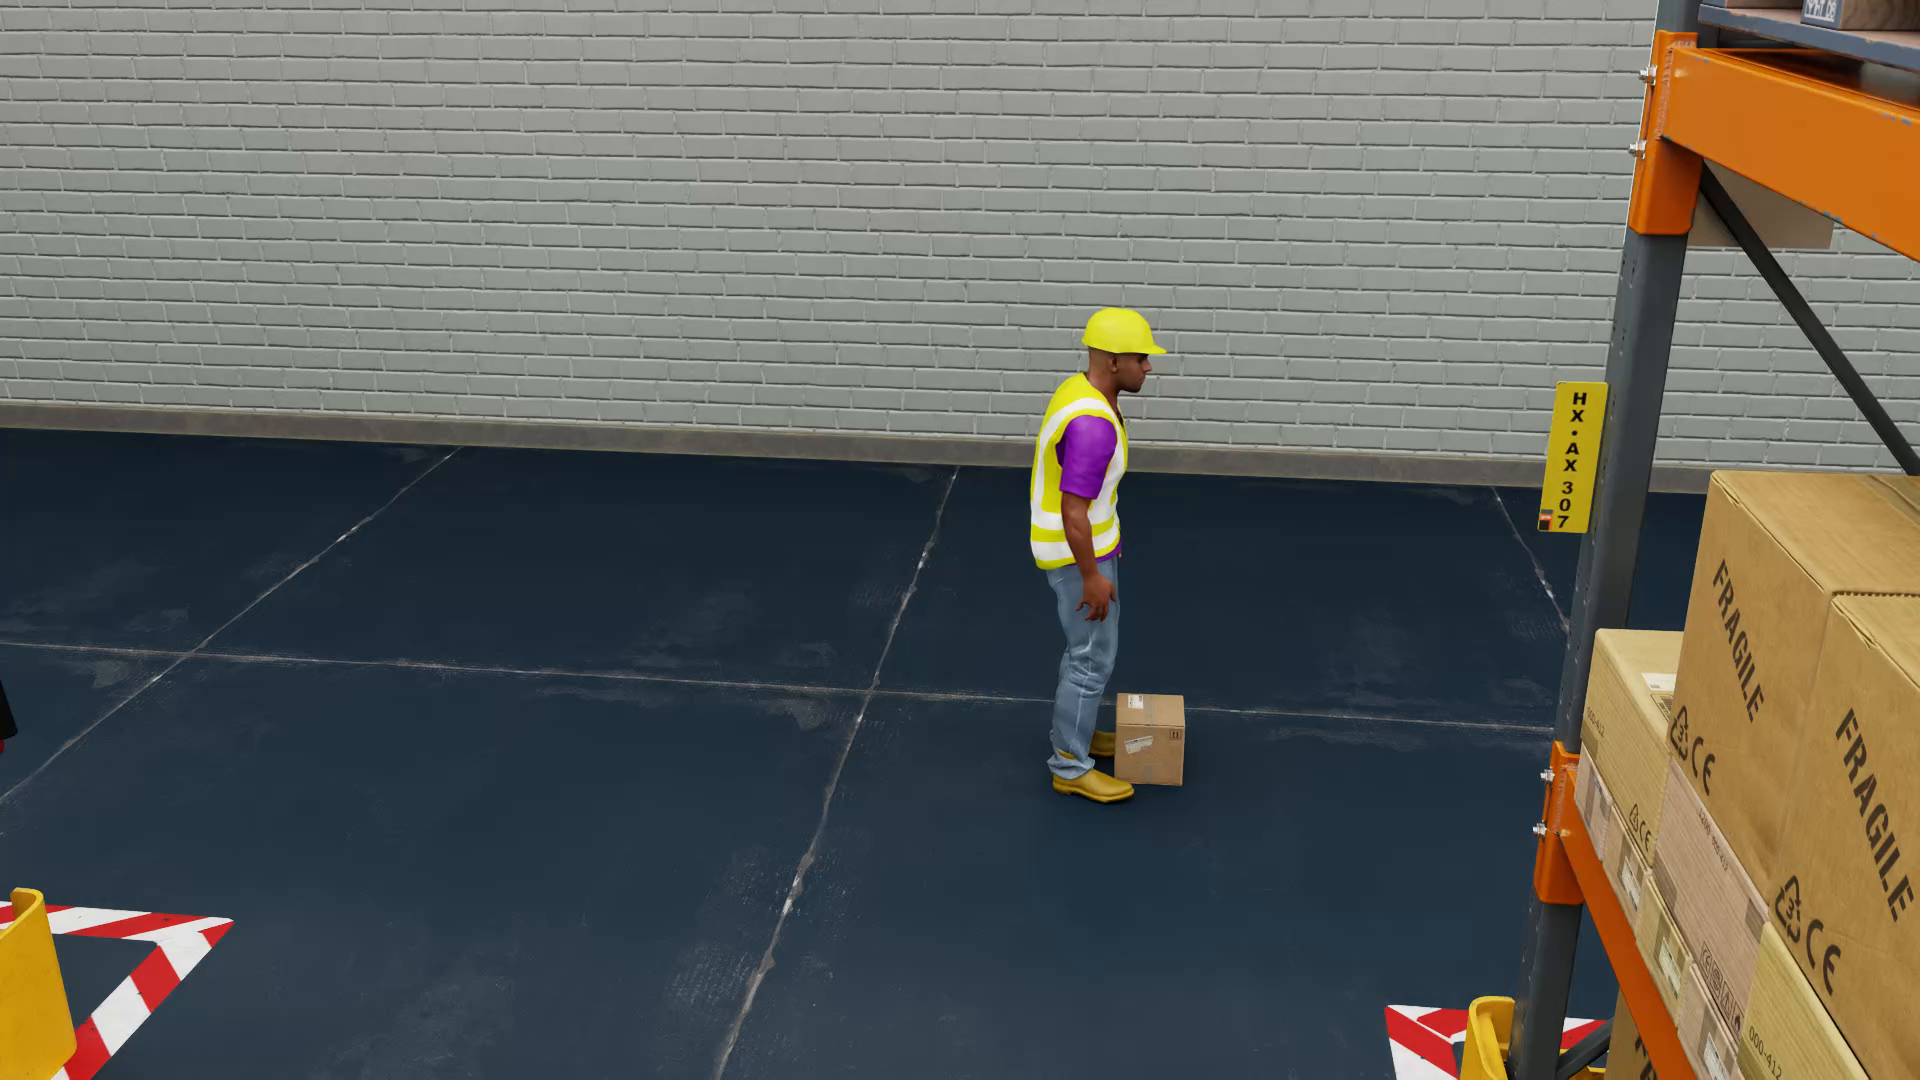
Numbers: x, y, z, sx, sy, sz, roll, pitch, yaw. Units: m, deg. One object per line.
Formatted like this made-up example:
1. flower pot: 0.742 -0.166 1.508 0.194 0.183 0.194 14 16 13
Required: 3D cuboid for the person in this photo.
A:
1. person: 0.477 0.037 5.960 0.457 1.761 0.628 3 21 7
